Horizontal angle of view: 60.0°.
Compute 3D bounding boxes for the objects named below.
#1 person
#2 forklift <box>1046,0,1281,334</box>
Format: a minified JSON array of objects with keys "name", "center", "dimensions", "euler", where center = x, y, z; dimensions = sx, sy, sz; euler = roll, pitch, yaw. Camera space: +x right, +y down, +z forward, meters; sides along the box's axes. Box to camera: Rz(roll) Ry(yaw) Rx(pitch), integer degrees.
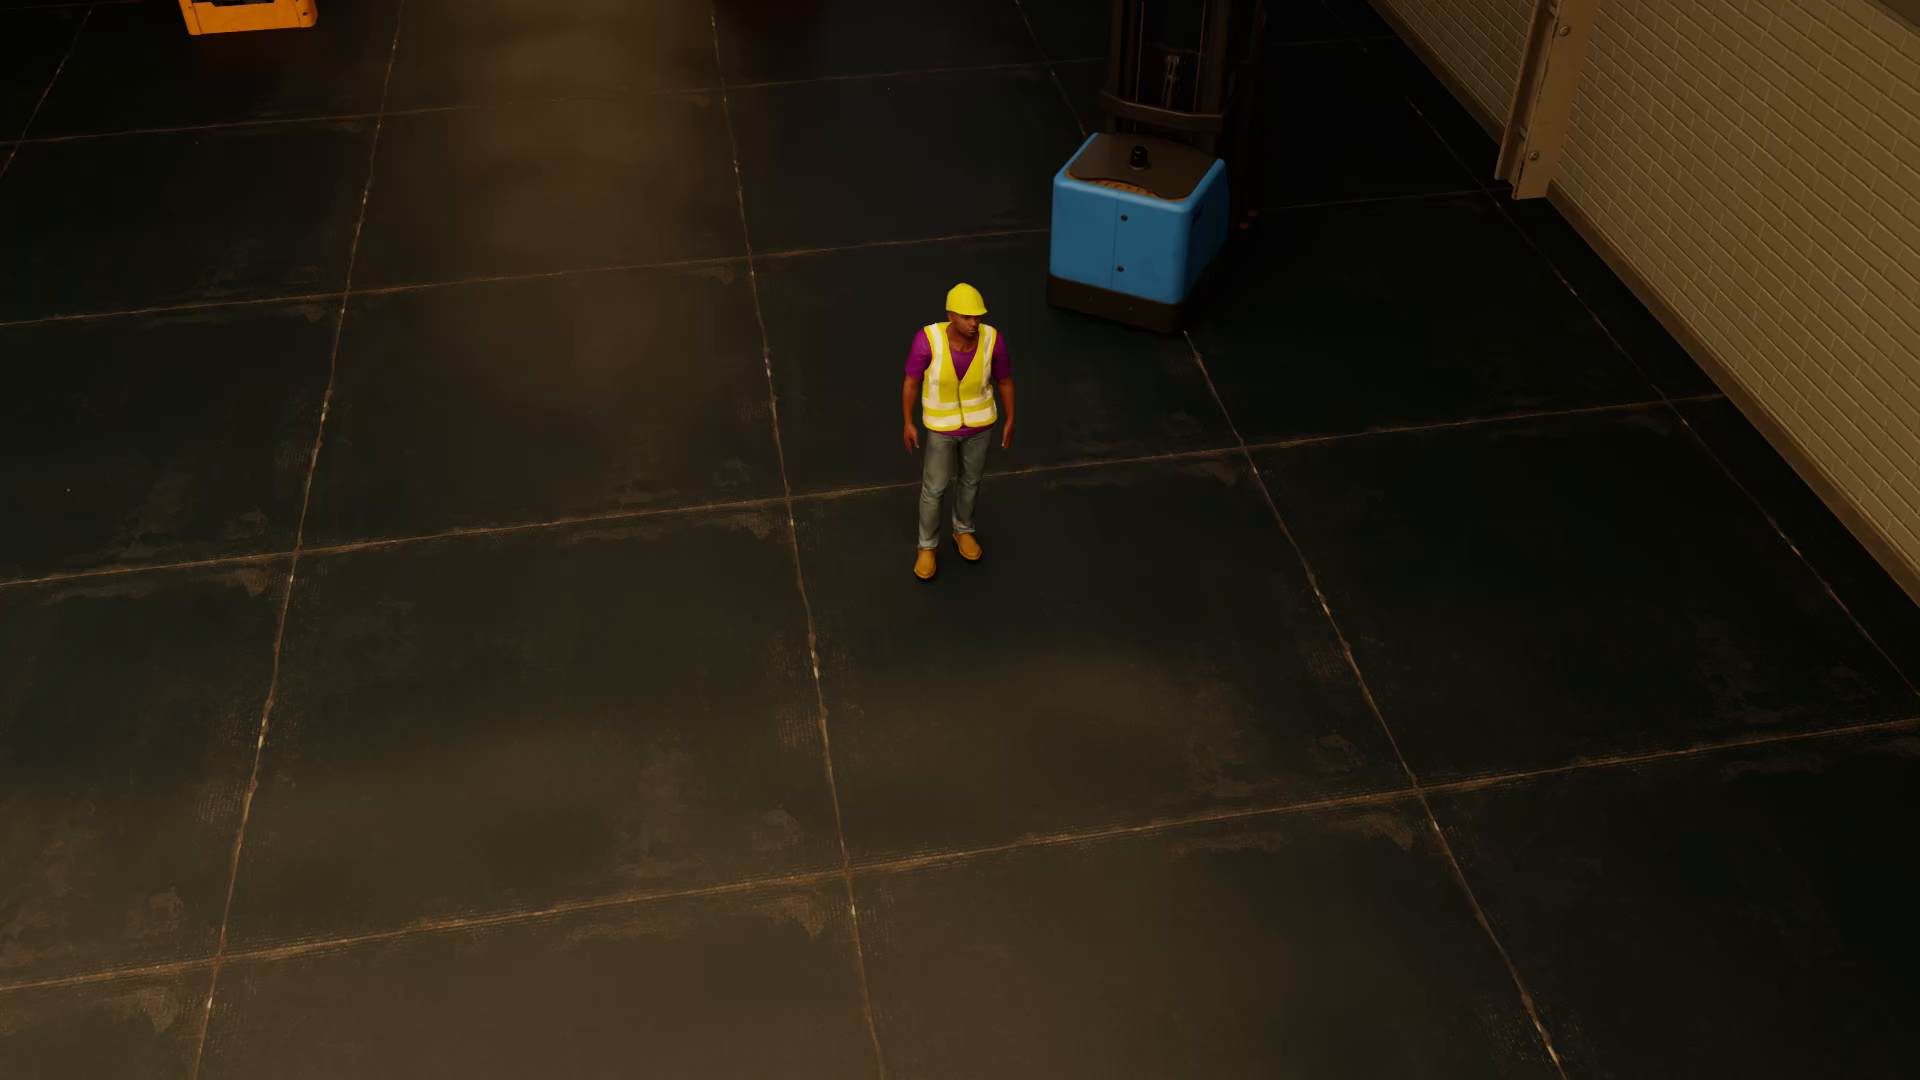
[{"name":"person","center":[0.006,-0.633,9.591],"dimensions":[0.666,1.764,0.577],"euler":[-7,41,-8]},{"name":"forklift","center":[1.719,-3.539,12.121],"dimensions":[1.130,2.935,3.031],"euler":[17,43,19]}]
